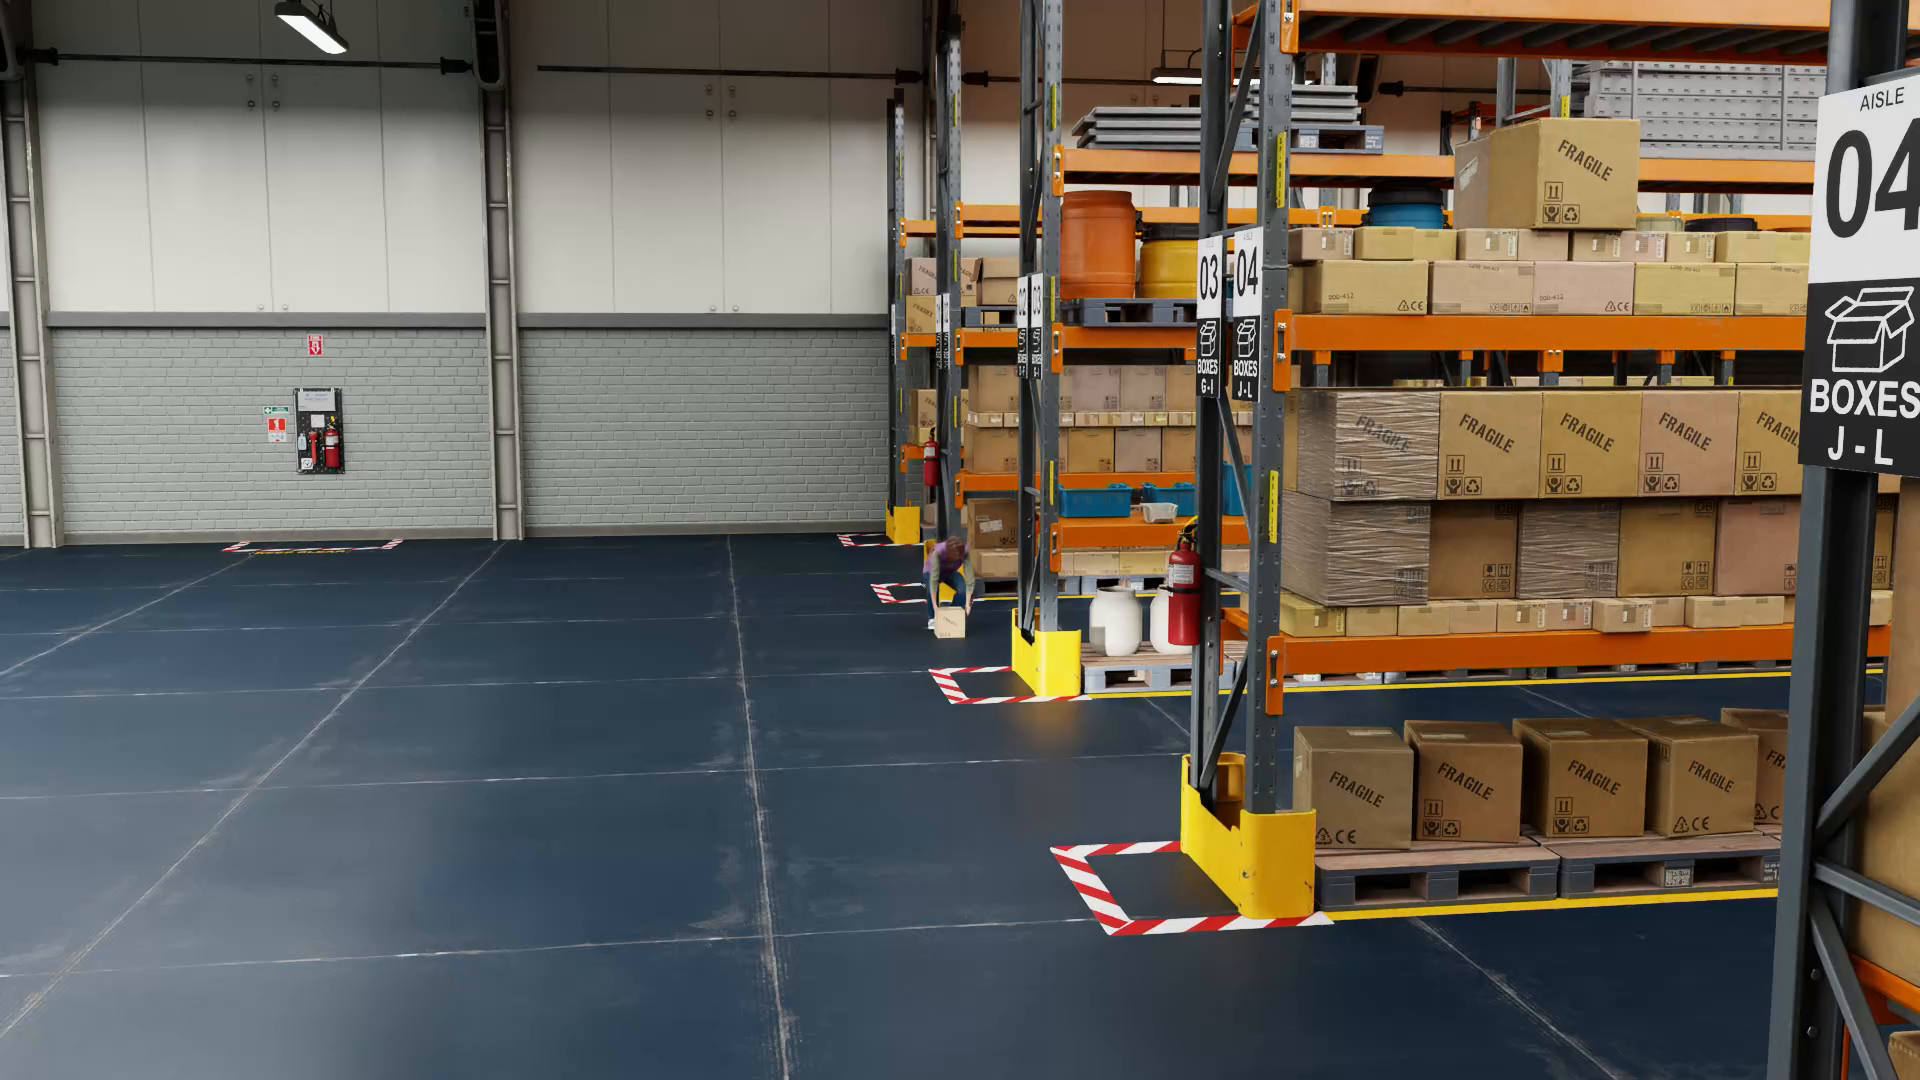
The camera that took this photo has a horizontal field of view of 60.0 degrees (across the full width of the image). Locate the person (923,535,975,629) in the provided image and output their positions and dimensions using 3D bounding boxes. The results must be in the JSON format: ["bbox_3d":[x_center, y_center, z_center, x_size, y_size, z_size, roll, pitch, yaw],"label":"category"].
[{"bbox_3d":[-0.114,0.382,15.651,0.444,0.928,0.788,-1,7,-9],"label":"person"}]
